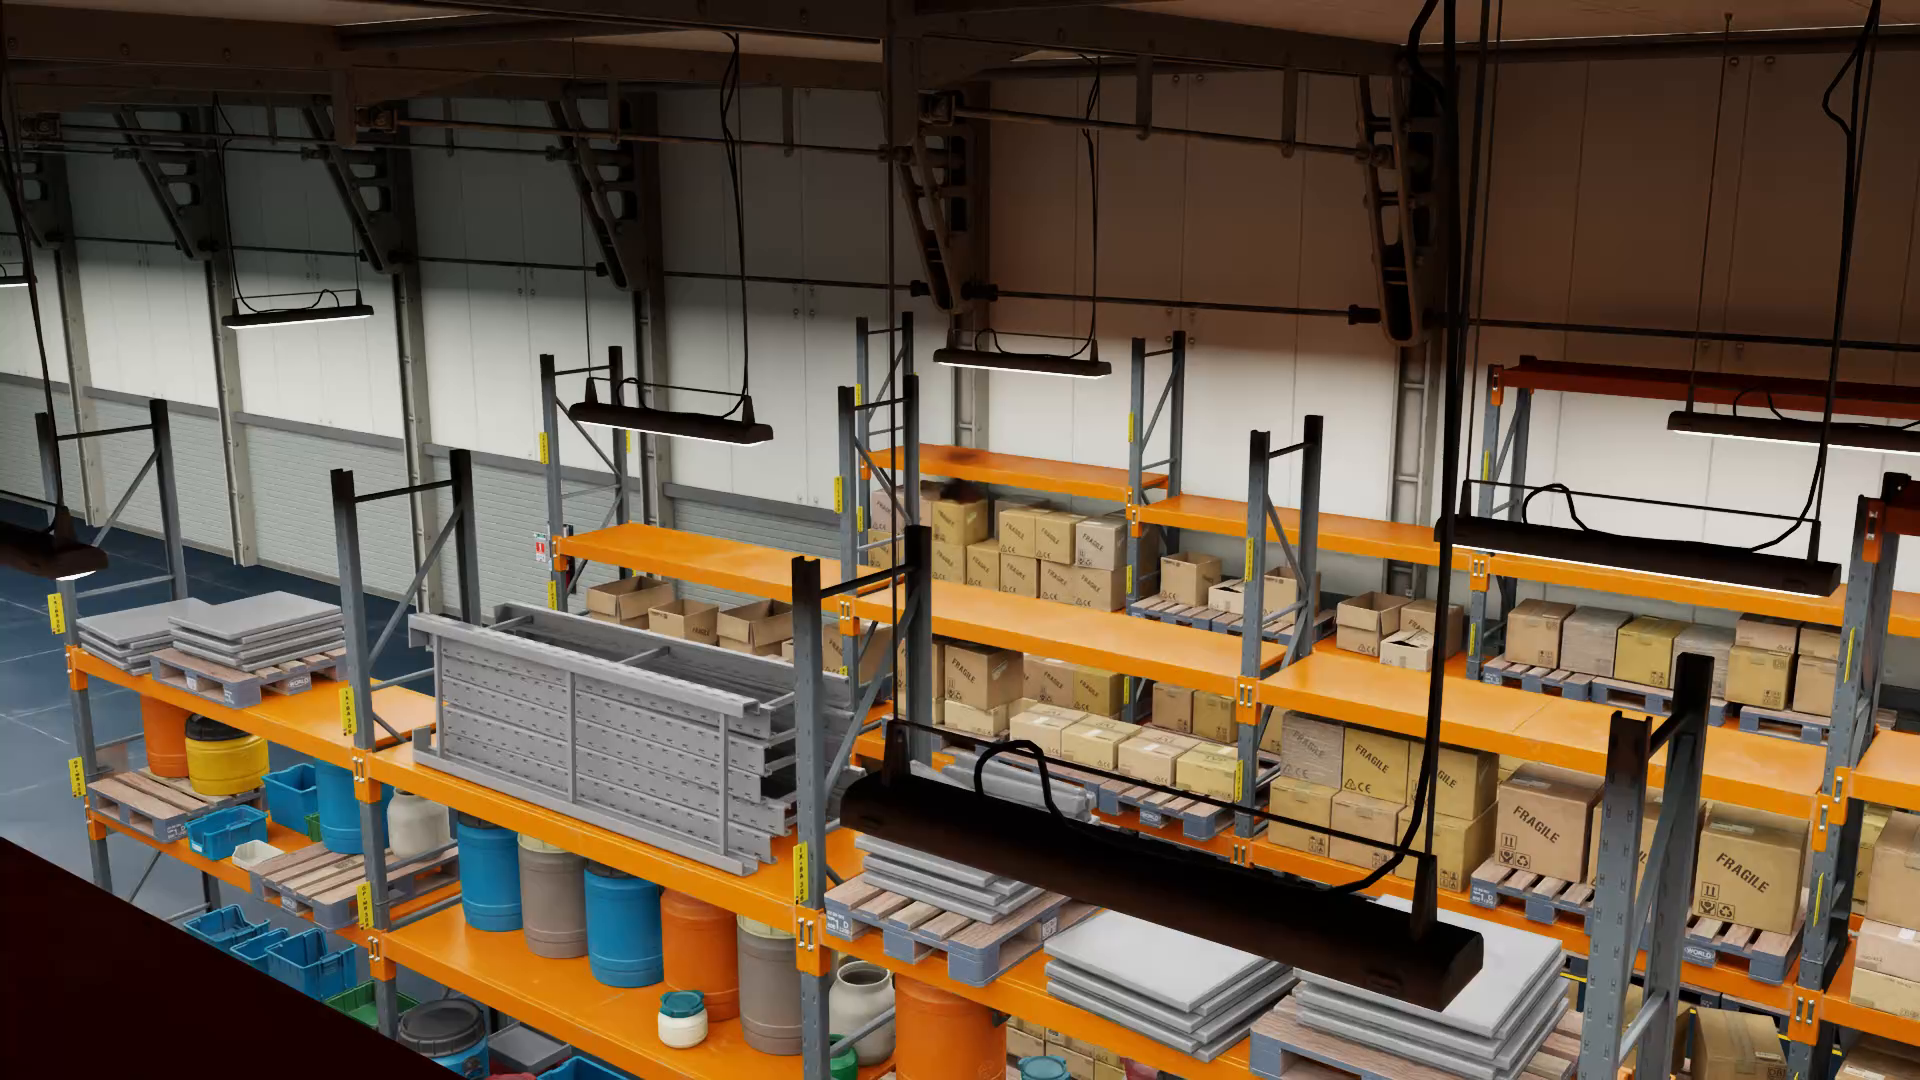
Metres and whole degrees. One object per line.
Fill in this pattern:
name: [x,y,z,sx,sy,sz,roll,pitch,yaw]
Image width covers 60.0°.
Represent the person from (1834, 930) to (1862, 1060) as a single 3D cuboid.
person: [7.390,4.078,14.002,0.529,1.703,0.488,-7,15,-29]
